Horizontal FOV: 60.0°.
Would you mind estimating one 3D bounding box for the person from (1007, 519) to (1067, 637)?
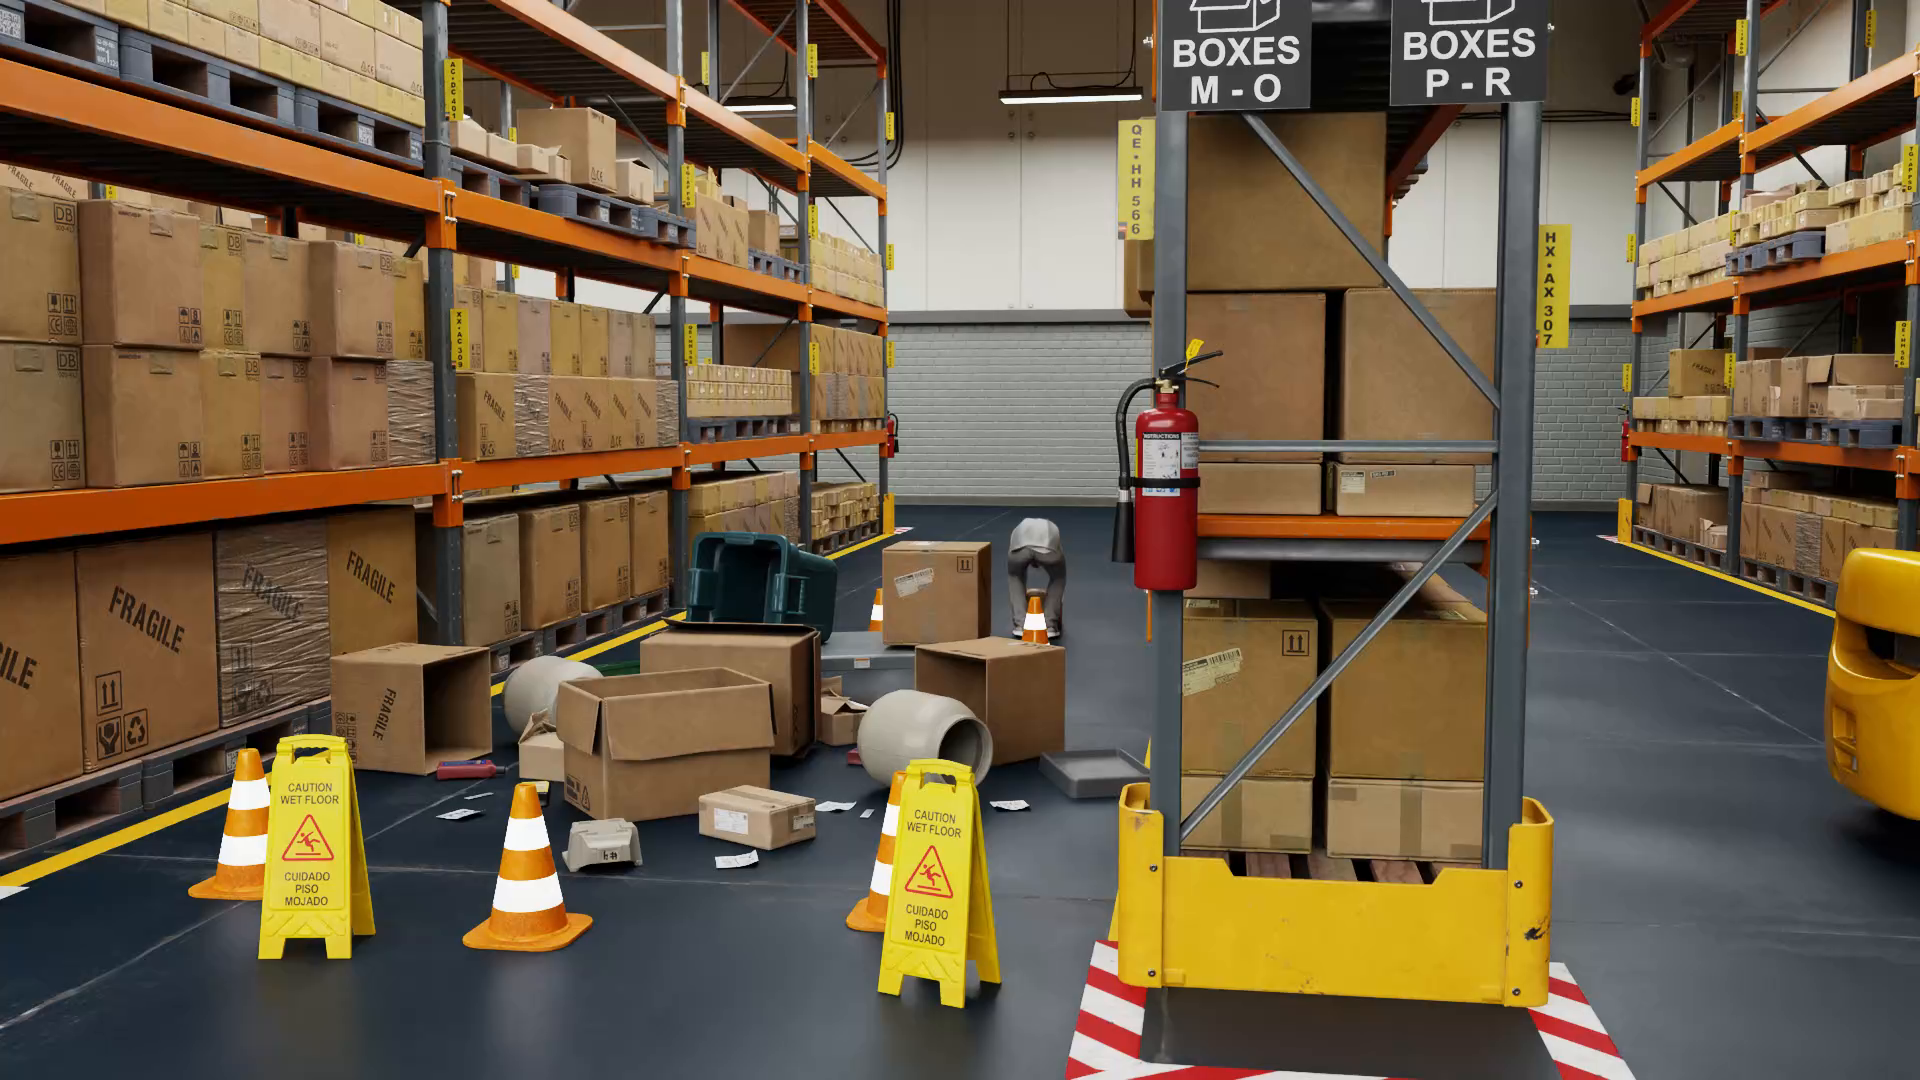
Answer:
[{"bbox_3d":[0.541,0.253,11.713,0.423,0.832,0.856,0,5,6],"label":"person"}]
